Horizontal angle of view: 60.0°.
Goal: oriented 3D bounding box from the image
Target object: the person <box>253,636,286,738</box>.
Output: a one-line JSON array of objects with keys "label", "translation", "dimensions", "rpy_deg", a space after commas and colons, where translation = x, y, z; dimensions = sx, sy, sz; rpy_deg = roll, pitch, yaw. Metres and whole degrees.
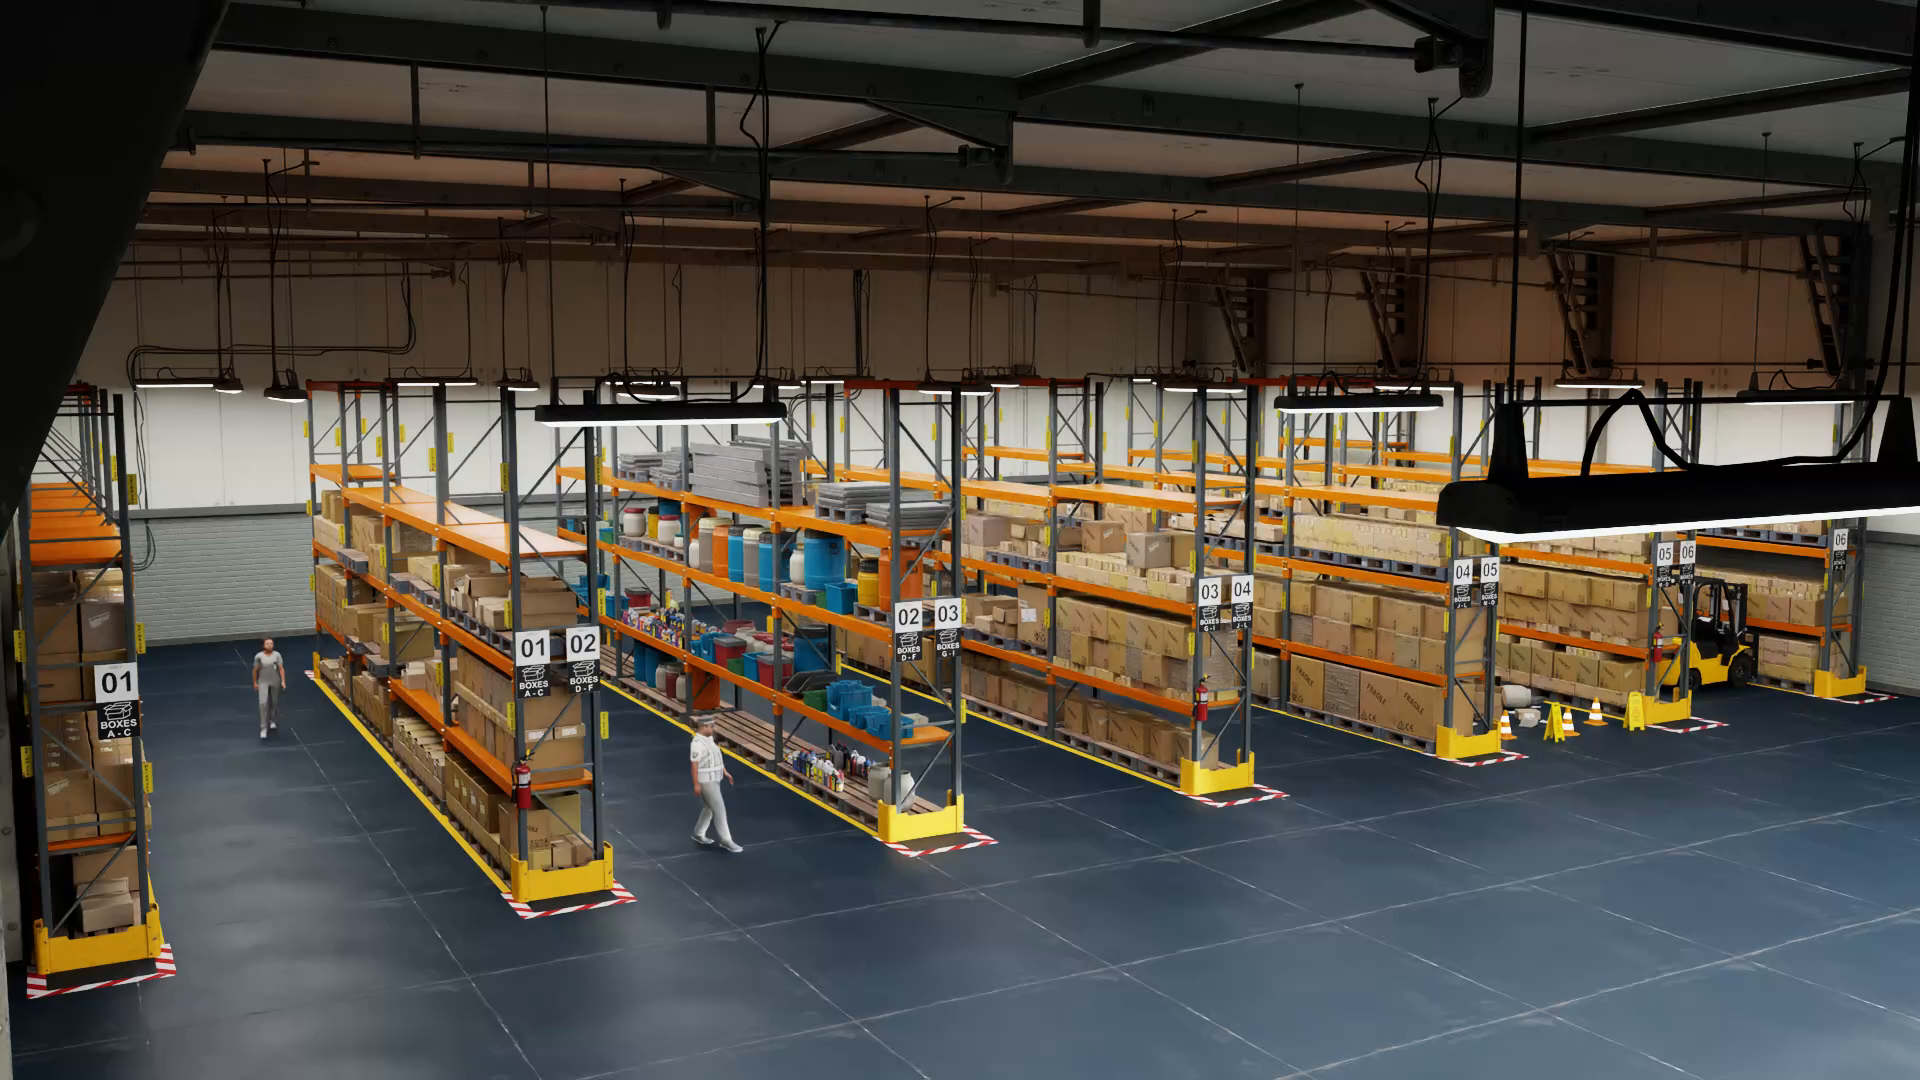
[{"label": "person", "translation": [-11.823, 2.478, 28.462], "dimensions": [0.500, 1.644, 0.903], "rpy_deg": [-3, 7, -27]}]

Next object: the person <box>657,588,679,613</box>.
[{"label": "person", "translation": [-6.045, 1.807, 34.758], "dimensions": [0.498, 1.600, 1.044], "rpy_deg": [-5, 8, -38]}]

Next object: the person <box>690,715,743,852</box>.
[{"label": "person", "translation": [-3.192, 3.175, 21.823], "dimensions": [0.797, 1.749, 0.564], "rpy_deg": [1, 6, 10]}]
